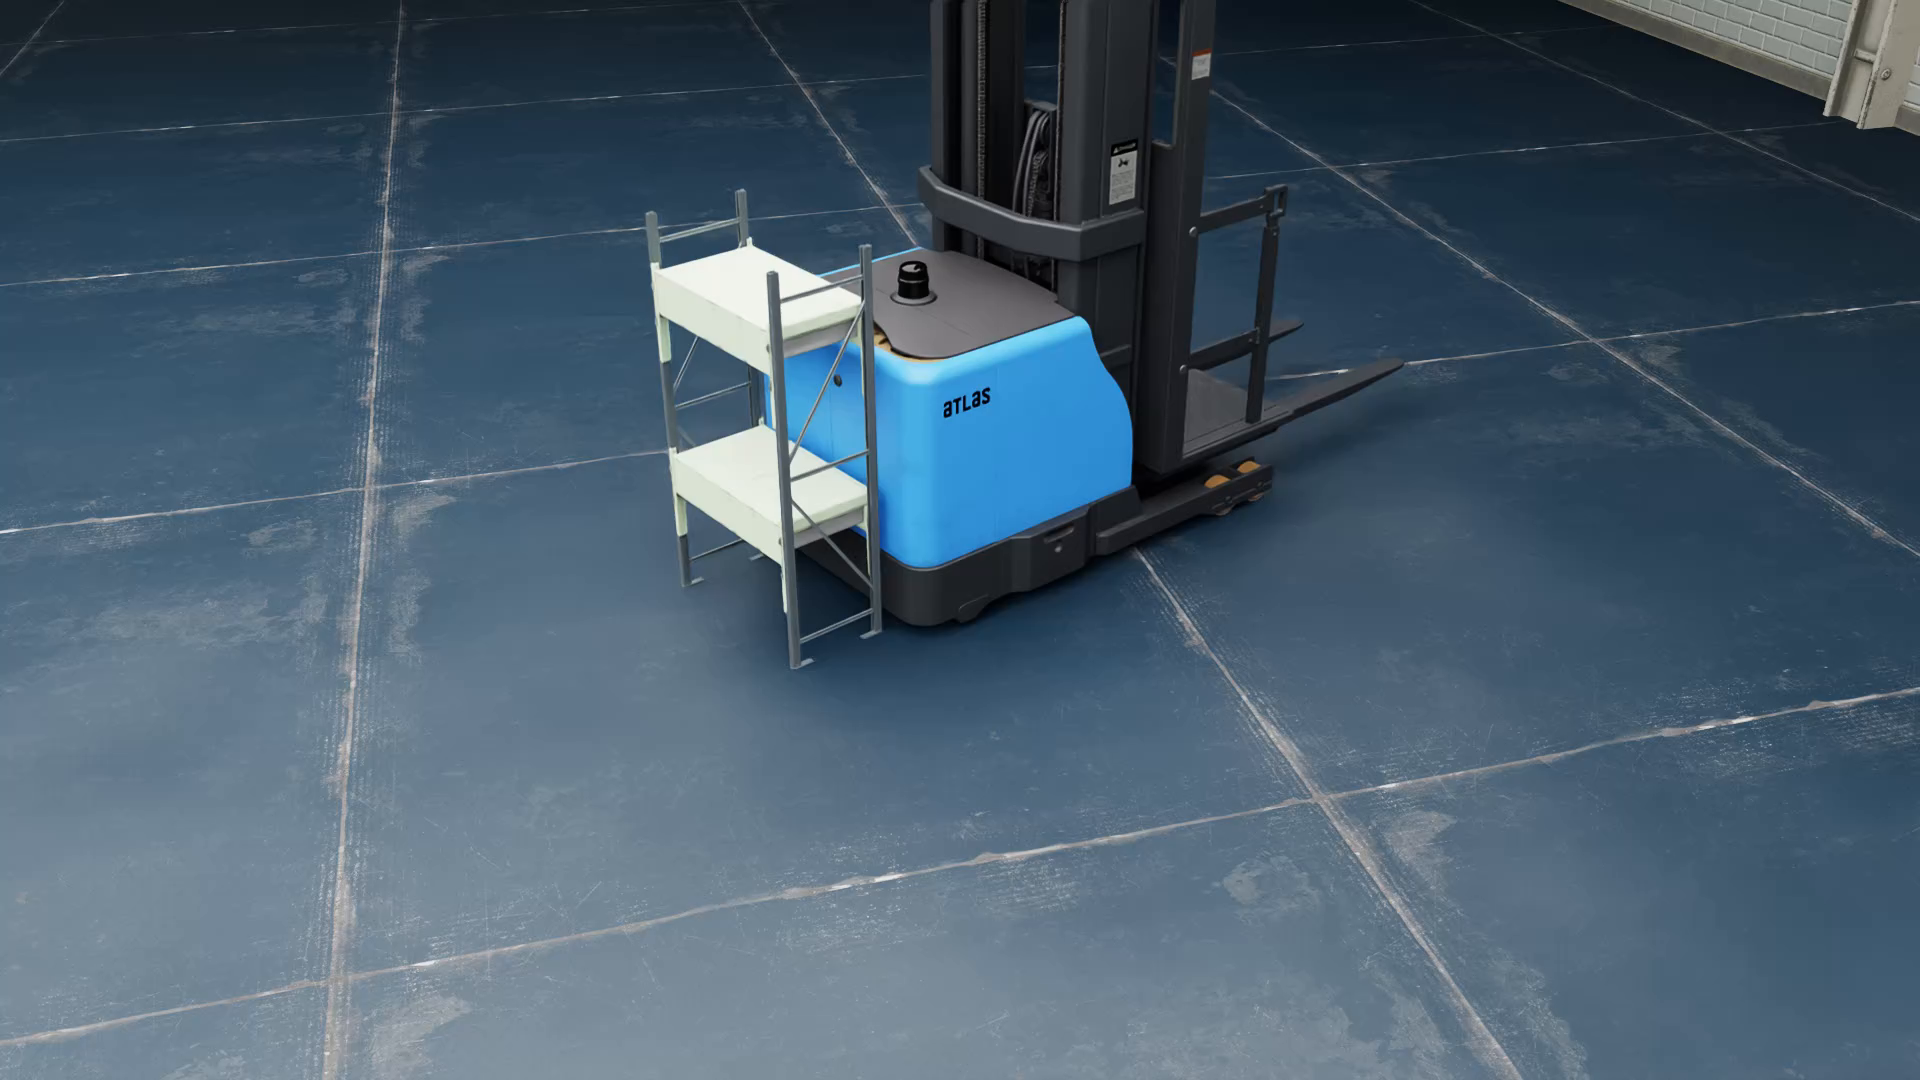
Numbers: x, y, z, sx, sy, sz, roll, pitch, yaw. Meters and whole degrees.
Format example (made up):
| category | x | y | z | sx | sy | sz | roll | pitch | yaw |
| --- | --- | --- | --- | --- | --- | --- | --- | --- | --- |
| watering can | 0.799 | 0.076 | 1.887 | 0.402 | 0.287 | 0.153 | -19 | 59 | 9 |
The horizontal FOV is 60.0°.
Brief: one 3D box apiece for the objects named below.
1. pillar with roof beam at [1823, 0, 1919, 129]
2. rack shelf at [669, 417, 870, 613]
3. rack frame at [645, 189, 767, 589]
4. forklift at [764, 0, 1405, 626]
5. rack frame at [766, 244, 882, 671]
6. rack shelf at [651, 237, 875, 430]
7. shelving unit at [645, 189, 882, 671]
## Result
| category | x | y | z | sx | sy | sz | roll | pitch | yaw |
| --- | --- | --- | --- | --- | --- | --- | --- | --- | --- |
| pillar with roof beam | 2.328 | -6.347 | 8.732 | 9.100 | 9.000 | 0.400 | -8 | 31 | -13 |
| rack shelf | -0.683 | -0.107 | 6.088 | 0.431 | 0.370 | 0.720 | -23 | 37 | -34 |
| rack frame | -0.918 | -0.530 | 6.168 | 0.400 | 1.500 | 0.023 | -23 | 37 | -34 |
| forklift | 0.694 | -1.554 | 6.508 | 3.031 | 2.935 | 1.130 | -22 | 37 | -33 |
| rack frame | -0.448 | -0.249 | 5.682 | 0.400 | 1.500 | 0.023 | -23 | 37 | -34 |
| rack shelf | -0.683 | -0.727 | 5.730 | 0.431 | 0.370 | 0.720 | -23 | 37 | -34 |
| shelving unit | -0.683 | -0.389 | 5.925 | 0.431 | 1.500 | 0.755 | -23 | 37 | -34 |
